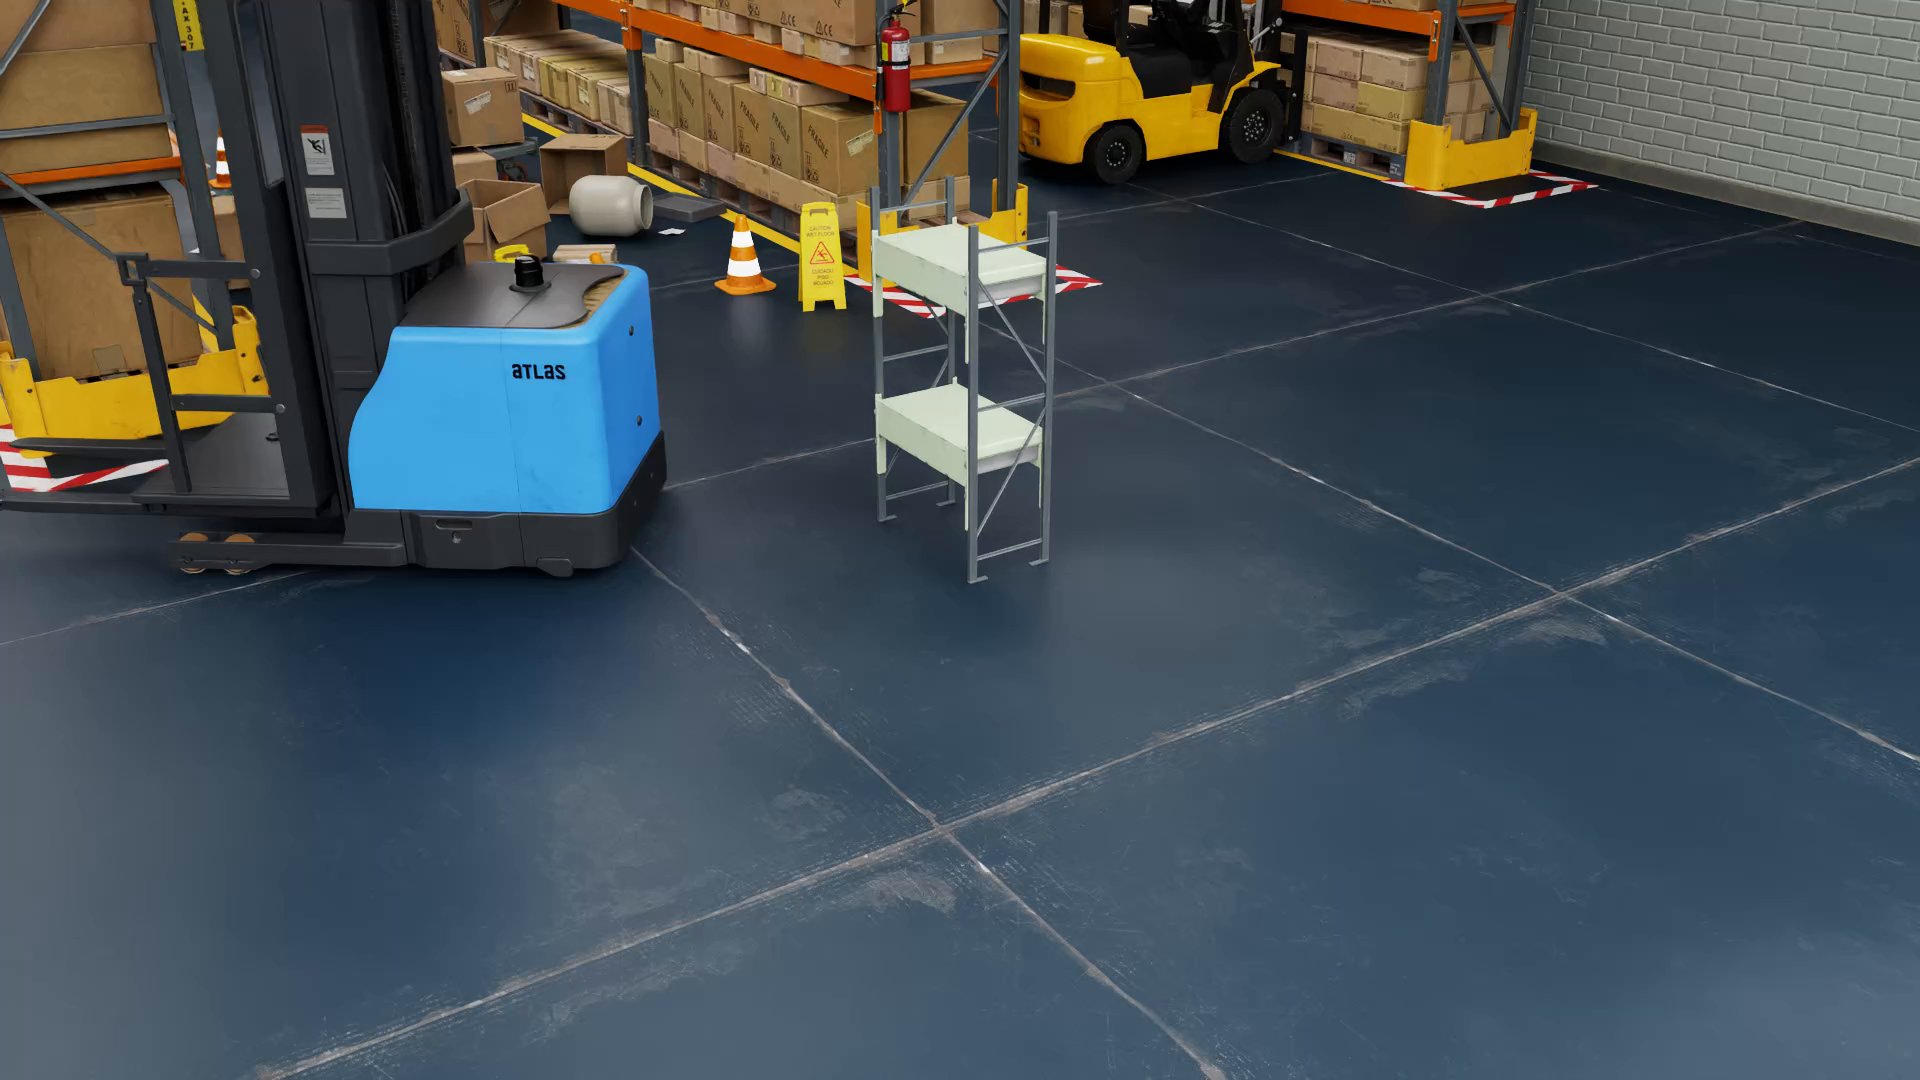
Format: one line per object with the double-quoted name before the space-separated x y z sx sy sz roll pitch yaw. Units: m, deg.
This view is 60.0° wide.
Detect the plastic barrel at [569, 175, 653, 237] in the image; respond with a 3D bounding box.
"plastic barrel" -2.462 -2.358 11.749 0.512 0.421 0.421 3 25 6

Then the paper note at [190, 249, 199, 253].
"paper note" -5.216 -2.006 11.464 0.142 0.020 0.147 7 26 15

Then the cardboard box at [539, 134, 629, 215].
"cardboard box" -2.805 -2.738 12.462 0.500 0.500 0.500 3 25 6

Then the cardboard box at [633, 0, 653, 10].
"cardboard box" -2.346 -4.267 13.069 0.380 0.149 0.250 -16 29 -30

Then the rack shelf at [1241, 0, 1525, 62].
"rack shelf" 2.999 -4.685 14.504 1.077 0.370 4.000 -16 29 -30

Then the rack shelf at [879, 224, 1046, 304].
"rack shelf" 0.004 -1.117 6.716 0.368 0.124 0.686 -16 29 -30

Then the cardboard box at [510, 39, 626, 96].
"cardboard box" -3.724 -4.534 15.926 0.950 0.372 0.625 -16 30 -31

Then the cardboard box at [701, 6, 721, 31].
"cardboard box" -1.656 -3.807 12.095 0.380 0.149 0.250 -15 29 -29

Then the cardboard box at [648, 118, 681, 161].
"cardboard box" -2.154 -3.240 13.330 0.500 0.250 0.500 -17 30 -32

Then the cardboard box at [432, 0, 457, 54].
"cardboard box" -5.224 -5.814 18.049 0.875 0.875 0.875 -15 29 -29

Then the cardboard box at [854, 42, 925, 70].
"cardboard box" -0.449 -3.108 10.613 0.380 0.149 0.250 -14 29 -28

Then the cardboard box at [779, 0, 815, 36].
"cardboard box" -0.863 -3.627 10.954 0.500 0.500 0.500 -15 29 -29

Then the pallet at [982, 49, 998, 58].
"pallet" 0.802 -5.156 17.925 1.003 0.211 1.213 -16 29 -30

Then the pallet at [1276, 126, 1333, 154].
"pallet" 2.976 -3.734 14.913 1.003 0.211 1.213 -16 29 -30

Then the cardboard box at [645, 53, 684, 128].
"cardboard box" -2.154 -3.580 13.170 0.500 0.500 0.500 -14 29 -27

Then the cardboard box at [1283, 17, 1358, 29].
"cardboard box" 3.173 -4.454 14.729 0.500 0.250 0.500 -16 30 -31

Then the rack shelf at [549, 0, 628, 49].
"rack shelf" -3.341 -4.958 15.082 1.077 0.370 4.000 -16 29 -30

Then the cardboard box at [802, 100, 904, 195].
"cardboard box" -0.722 -2.649 11.197 0.500 0.500 0.500 -15 29 -29

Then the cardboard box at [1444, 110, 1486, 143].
"cardboard box" 3.986 -3.463 13.801 0.500 0.250 0.500 -15 29 -29

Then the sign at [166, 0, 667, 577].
"sign" -2.314 -1.340 6.778 2.177 2.768 2.025 -16 29 -30

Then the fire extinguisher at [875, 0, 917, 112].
"fire extinguisher" -0.390 -2.954 10.084 0.296 0.674 0.183 -16 29 -30

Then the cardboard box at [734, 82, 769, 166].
"cardboard box" -1.279 -3.017 11.977 0.500 0.500 0.500 -16 30 -31

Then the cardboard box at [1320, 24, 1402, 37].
"cardboard box" 3.447 -4.269 14.338 0.516 0.250 0.516 -17 30 -32

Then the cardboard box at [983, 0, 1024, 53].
"cardboard box" 0.784 -5.574 17.833 0.875 0.625 0.625 -17 30 -32

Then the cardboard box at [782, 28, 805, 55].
"cardboard box" -0.969 -3.354 11.135 0.380 0.149 0.250 -15 29 -29

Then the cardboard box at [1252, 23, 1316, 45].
"cardboard box" 2.740 -4.328 14.463 0.500 0.250 0.500 -16 30 -31

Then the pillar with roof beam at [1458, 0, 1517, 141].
"pillar with roof beam" 0.859 -6.464 10.402 9.100 9.000 0.400 -16 29 -30

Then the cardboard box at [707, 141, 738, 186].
"cardboard box" -1.561 -2.863 12.530 0.500 0.250 0.500 -16 30 -30

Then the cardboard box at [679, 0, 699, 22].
"cardboard box" -1.889 -4.004 12.513 0.380 0.149 0.250 -15 29 -28

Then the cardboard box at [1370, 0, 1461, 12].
"cardboard box" 3.602 -4.455 13.057 0.500 0.500 0.500 -16 30 -31

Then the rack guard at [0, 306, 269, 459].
"rack guard" -4.145 -0.809 8.377 1.175 0.500 0.348 -16 29 -30

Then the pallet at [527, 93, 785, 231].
"pallet" -2.265 -3.330 14.057 1.045 0.211 5.110 -16 29 -30

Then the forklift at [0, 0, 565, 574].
"forklift" -2.891 -1.405 6.793 3.031 2.935 1.121 2 25 3

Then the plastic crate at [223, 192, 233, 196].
"plastic crate" -5.149 -2.376 11.995 0.450 0.188 0.662 -10 25 2

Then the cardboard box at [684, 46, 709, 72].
"cardboard box" -1.854 -3.631 12.518 0.380 0.149 0.250 -14 29 -28

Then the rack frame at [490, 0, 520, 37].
"rack frame" -4.430 -5.999 16.445 0.949 2.616 0.053 -16 29 -30

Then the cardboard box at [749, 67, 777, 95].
"cardboard box" -1.256 -3.243 11.696 0.380 0.149 0.250 -14 29 -27

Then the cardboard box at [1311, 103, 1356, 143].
"cardboard box" 3.097 -4.584 14.259 1.003 1.888 2.032 -15 29 -29

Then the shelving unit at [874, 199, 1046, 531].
"shelving unit" 0.001 -0.678 6.929 0.431 1.308 0.731 -16 29 -30

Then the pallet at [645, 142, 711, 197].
"pallet" -1.853 -3.075 13.516 1.003 0.211 1.213 -16 29 -30

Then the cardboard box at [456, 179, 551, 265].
"cardboard box" -3.146 -2.047 10.996 0.637 0.503 0.797 7 26 15
